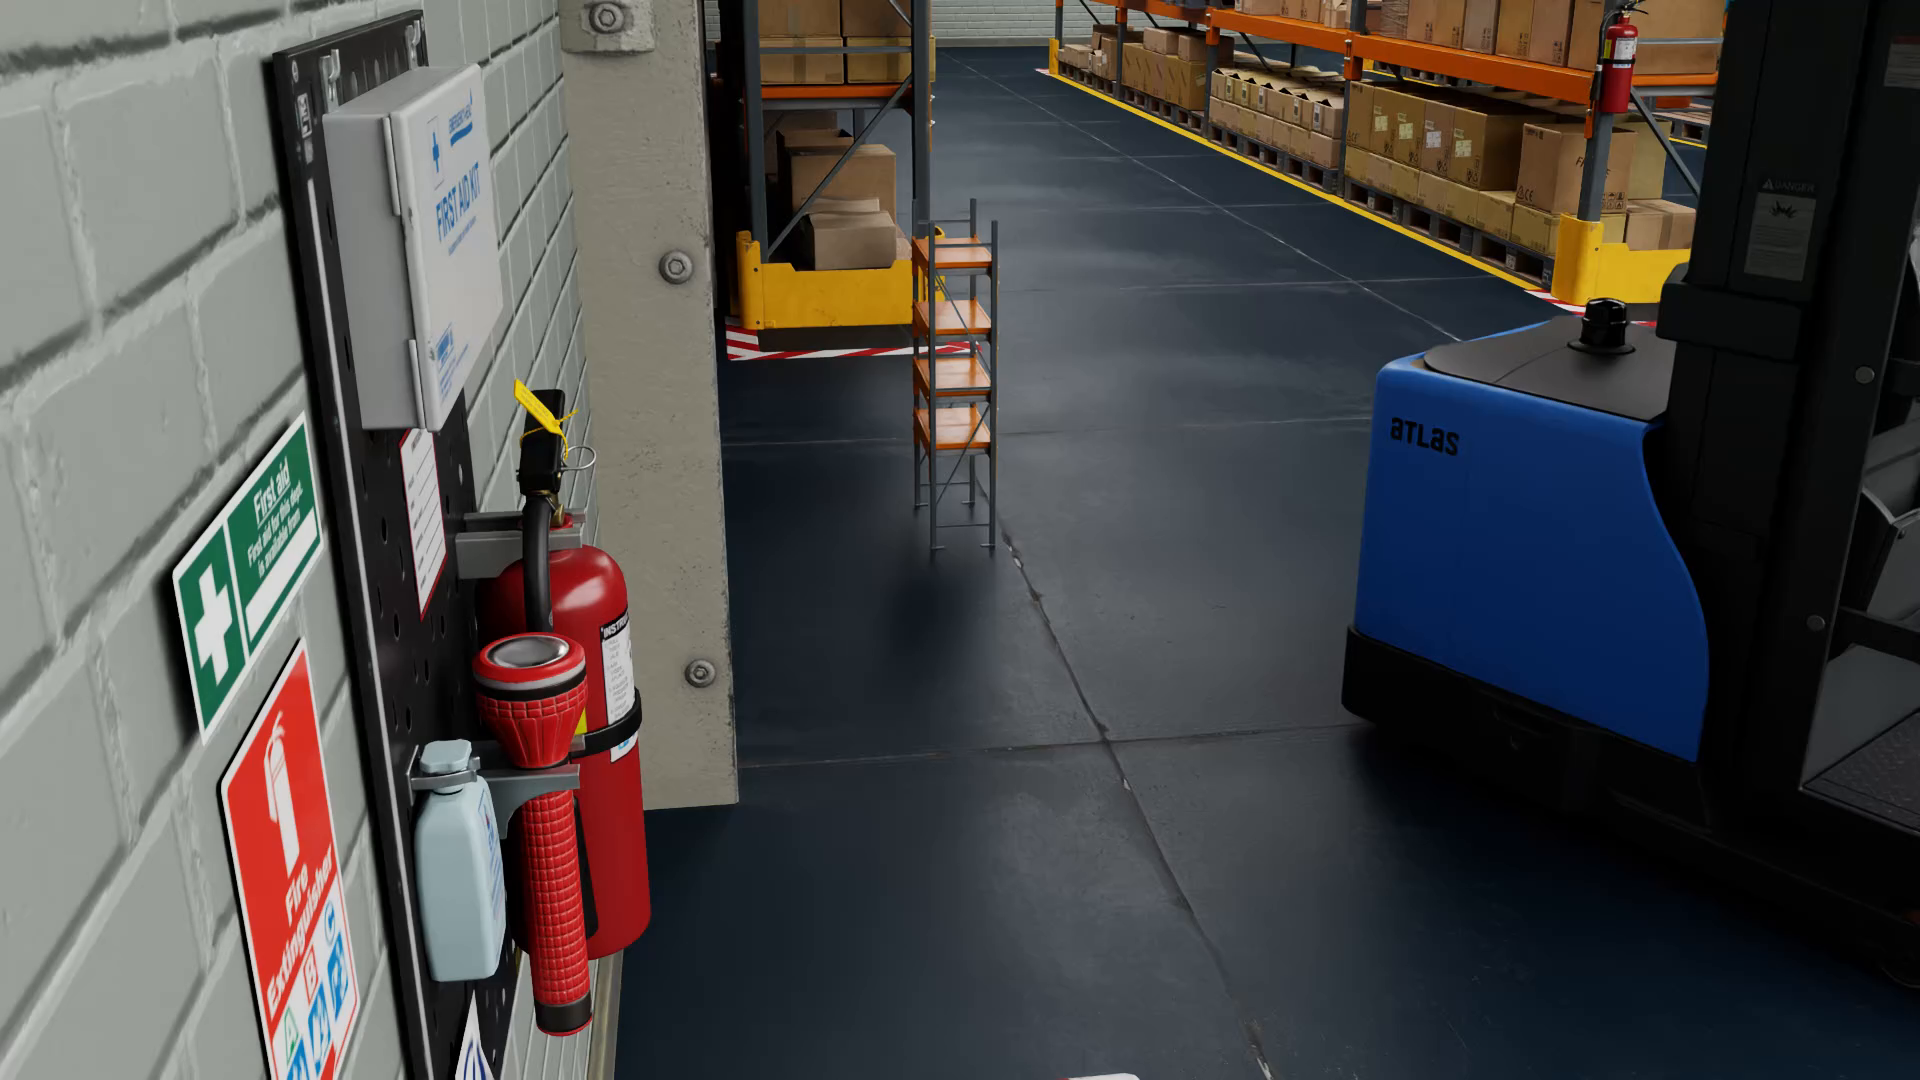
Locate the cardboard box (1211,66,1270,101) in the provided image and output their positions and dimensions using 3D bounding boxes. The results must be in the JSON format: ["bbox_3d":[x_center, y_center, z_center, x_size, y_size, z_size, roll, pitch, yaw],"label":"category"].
[{"bbox_3d":[2.862,-4.650,16.908,0.500,0.311,0.500,-2,21,-6],"label":"cardboard box"}]

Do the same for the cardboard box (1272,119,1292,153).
[{"bbox_3d":[3.162,-3.680,15.112,0.500,0.250,0.500,-2,21,-7],"label":"cardboard box"}]

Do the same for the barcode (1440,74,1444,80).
[{"bbox_3d":[4.029,-3.884,13.901,0.001,0.075,0.075,-3,21,-8],"label":"barcode"}]

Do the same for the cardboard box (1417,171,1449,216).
[{"bbox_3d":[3.633,-2.503,11.961,0.500,0.250,0.500,-3,21,-8],"label":"cardboard box"}]

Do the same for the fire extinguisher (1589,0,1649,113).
[{"bbox_3d":[3.788,-2.805,9.549,0.296,0.674,0.183,-3,21,-8],"label":"fire extinguisher"}]

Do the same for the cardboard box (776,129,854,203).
[{"bbox_3d":[-1.058,-2.717,12.147,0.500,0.500,0.500,-4,21,-12],"label":"cardboard box"}]

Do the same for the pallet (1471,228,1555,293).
[{"bbox_3d":[4.079,-1.862,10.899,1.003,0.211,1.213,-3,21,-8],"label":"pallet"}]

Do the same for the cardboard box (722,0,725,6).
[{"bbox_3d":[-2.335,-5.765,17.695,0.380,0.149,0.250,-3,21,-9],"label":"cardboard box"}]

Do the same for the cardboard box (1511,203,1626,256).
[{"bbox_3d":[3.861,-1.985,10.572,0.500,0.250,0.500,-3,21,-8],"label":"cardboard box"}]

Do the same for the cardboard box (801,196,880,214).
[{"bbox_3d":[-0.764,-2.042,10.611,0.500,0.311,0.500,-1,21,-3],"label":"cardboard box"}]

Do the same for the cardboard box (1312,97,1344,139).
[{"bbox_3d":[3.312,-3.587,14.062,0.500,0.311,0.500,-3,21,-8],"label":"cardboard box"}]

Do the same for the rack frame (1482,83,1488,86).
[{"bbox_3d":[7.403,-7.309,21.497,1.000,3.000,0.127,-3,21,-8],"label":"rack frame"}]

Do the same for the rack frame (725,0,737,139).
[{"bbox_3d":[-1.824,-5.424,16.451,1.000,3.000,0.127,-3,21,-8],"label":"rack frame"}]

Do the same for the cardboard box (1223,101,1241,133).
[{"bbox_3d":[2.936,-4.214,16.540,0.500,0.250,0.500,-3,21,-9],"label":"cardboard box"}]

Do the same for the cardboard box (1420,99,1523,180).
[{"bbox_3d":[3.629,-2.854,11.830,0.500,0.500,0.500,-3,21,-8],"label":"cardboard box"}]

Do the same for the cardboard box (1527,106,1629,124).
[{"bbox_3d":[4.215,-2.708,11.436,0.500,0.500,0.500,-3,21,-8],"label":"cardboard box"}]

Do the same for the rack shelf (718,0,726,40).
[{"bbox_3d":[-2.112,-5.779,18.431,1.077,0.370,4.000,-3,21,-8],"label":"rack shelf"}]

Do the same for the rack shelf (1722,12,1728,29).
[{"bbox_3d":[8.268,-4.894,16.061,1.077,0.370,4.000,-3,21,-8],"label":"rack shelf"}]

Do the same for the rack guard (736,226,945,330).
[{"bbox_3d":[-0.682,-1.509,9.543,1.175,0.500,0.348,-3,21,-8],"label":"rack guard"}]

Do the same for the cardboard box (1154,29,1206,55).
[{"bbox_3d":[2.546,-5.747,19.187,0.500,0.250,0.500,-3,21,-9],"label":"cardboard box"}]

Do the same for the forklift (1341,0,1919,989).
[{"bbox_3d":[2.412,-0.546,3.489,1.130,2.935,3.031,-16,26,-36],"label":"forklift"}]

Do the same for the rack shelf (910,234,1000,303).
[{"bbox_3d":[-0.024,-0.988,6.022,0.258,0.148,0.480,-3,21,-8],"label":"rack shelf"}]

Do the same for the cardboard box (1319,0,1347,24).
[{"bbox_3d":[3.483,-4.786,14.601,0.500,0.500,0.500,-1,21,-4],"label":"cardboard box"}]

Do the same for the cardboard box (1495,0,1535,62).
[{"bbox_3d":[4.030,-3.468,11.072,0.700,0.500,0.500,-3,21,-7],"label":"cardboard box"}]

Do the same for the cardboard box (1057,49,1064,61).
[{"bbox_3d":[1.644,-7.153,24.527,0.380,0.149,0.250,-3,21,-8],"label":"cardboard box"}]

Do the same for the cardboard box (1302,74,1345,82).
[{"bbox_3d":[3.548,-4.323,16.032,0.500,0.311,0.500,-3,21,-8],"label":"cardboard box"}]

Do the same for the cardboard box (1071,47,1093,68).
[{"bbox_3d":[1.866,-6.814,23.474,0.500,0.250,0.500,-3,21,-8],"label":"cardboard box"}]

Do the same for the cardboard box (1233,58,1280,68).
[{"bbox_3d":[3.214,-5.063,18.429,0.500,0.500,0.500,-4,21,-10],"label":"cardboard box"}]

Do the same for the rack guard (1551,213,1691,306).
[{"bbox_3d":[4.234,-1.726,10.123,1.175,0.500,0.348,-3,21,-8],"label":"rack guard"}]

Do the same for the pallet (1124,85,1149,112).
[{"bbox_3d":[2.655,-5.474,20.571,1.003,0.211,1.213,-3,21,-8],"label":"pallet"}]

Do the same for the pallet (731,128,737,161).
[{"bbox_3d":[-1.713,-3.847,16.214,1.003,0.211,1.213,-3,21,-8],"label":"pallet"}]

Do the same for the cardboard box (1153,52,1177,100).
[{"bbox_3d":[2.554,-5.383,19.285,0.500,0.500,0.500,-4,21,-10],"label":"cardboard box"}]

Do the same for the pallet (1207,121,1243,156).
[{"bbox_3d":[3.157,-4.082,16.843,1.003,0.211,1.213,-3,21,-8],"label":"pallet"}]

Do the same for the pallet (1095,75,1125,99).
[{"bbox_3d":[2.403,-5.991,21.956,1.003,0.211,1.213,-3,21,-8],"label":"pallet"}]

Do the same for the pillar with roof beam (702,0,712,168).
[{"bbox_3d":[1.767,-7.958,14.661,9.100,9.000,0.400,-3,21,-8],"label":"pillar with roof beam"}]

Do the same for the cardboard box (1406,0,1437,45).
[{"bbox_3d":[3.807,-4.001,12.499,0.700,0.500,0.500,-3,21,-8],"label":"cardboard box"}]

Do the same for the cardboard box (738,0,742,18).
[{"bbox_3d":[-1.249,-3.804,11.228,0.500,0.500,0.500,-2,21,-6],"label":"cardboard box"}]

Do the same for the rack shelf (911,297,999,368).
[{"bbox_3d":[-0.024,-0.766,6.105,0.258,0.148,0.480,-3,21,-8],"label":"rack shelf"}]

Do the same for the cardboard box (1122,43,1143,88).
[{"bbox_3d":[2.329,-5.915,20.711,0.500,0.500,0.500,-4,21,-10],"label":"cardboard box"}]

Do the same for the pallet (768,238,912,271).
[{"bbox_3d":[-0.764,-1.657,10.351,1.003,0.211,1.213,-3,21,-8],"label":"pallet"}]

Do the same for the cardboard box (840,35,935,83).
[{"bbox_3d":[-0.427,-2.778,9.553,0.500,0.250,0.500,-4,21,-9],"label":"cardboard box"}]

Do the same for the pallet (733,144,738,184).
[{"bbox_3d":[-1.540,-3.426,15.086,1.003,0.211,1.213,-3,21,-8],"label":"pallet"}]

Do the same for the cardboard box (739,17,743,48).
[{"bbox_3d":[-1.304,-3.629,11.832,0.500,0.250,0.500,-4,21,-9],"label":"cardboard box"}]

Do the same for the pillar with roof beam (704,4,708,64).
[{"bbox_3d":[0.038,-12.112,25.785,9.100,9.000,0.400,-3,21,-8],"label":"pillar with roof beam"}]

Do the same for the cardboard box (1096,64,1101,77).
[{"bbox_3d":[2.025,-6.240,22.083,0.380,0.149,0.250,-3,21,-8],"label":"cardboard box"}]

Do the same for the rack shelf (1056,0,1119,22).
[{"bbox_3d":[2.212,-7.415,22.811,1.077,0.370,4.000,-3,21,-8],"label":"rack shelf"}]

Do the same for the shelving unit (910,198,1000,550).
[{"bbox_3d":[-0.024,-0.619,6.160,0.258,1.200,0.503,-3,21,-8],"label":"shelving unit"}]

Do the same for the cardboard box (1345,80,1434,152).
[{"bbox_3d":[3.411,-3.374,13.220,0.500,0.500,0.500,-3,21,-8],"label":"cardboard box"}]

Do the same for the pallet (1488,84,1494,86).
[{"bbox_3d":[7.473,-5.733,21.264,1.003,0.211,1.213,-3,21,-8],"label":"pallet"}]

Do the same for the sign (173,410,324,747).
[{"bbox_3d":[-0.459,0.012,1.089,0.001,0.109,0.331,-3,21,-8],"label":"sign"}]

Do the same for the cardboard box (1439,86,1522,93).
[{"bbox_3d":[3.998,-3.227,12.826,0.500,0.500,0.500,-3,21,-8],"label":"cardboard box"}]

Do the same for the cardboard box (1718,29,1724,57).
[{"bbox_3d":[11.899,-7.927,25.590,0.875,0.875,0.875,-3,21,-8],"label":"cardboard box"}]

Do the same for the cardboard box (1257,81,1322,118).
[{"bbox_3d":[3.092,-4.114,15.472,0.500,0.311,0.500,-3,21,-8],"label":"cardboard box"}]

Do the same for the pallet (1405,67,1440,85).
[{"bbox_3d":[7.079,-6.678,23.795,1.003,0.211,1.213,-3,21,-8],"label":"pallet"}]

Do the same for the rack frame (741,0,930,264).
[{"bbox_3d":[-0.671,-2.654,9.035,1.000,3.000,0.127,-3,21,-8],"label":"rack frame"}]

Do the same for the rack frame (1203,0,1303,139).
[{"bbox_3d":[3.077,-5.675,17.124,1.000,3.000,0.127,-3,21,-8],"label":"rack frame"}]

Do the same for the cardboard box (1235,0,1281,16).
[{"bbox_3d":[3.015,-5.314,16.284,0.500,0.311,0.500,-3,21,-8],"label":"cardboard box"}]

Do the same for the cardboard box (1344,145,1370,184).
[{"bbox_3d":[3.421,-3.023,13.352,0.500,0.250,0.500,-3,21,-8],"label":"cardboard box"}]
